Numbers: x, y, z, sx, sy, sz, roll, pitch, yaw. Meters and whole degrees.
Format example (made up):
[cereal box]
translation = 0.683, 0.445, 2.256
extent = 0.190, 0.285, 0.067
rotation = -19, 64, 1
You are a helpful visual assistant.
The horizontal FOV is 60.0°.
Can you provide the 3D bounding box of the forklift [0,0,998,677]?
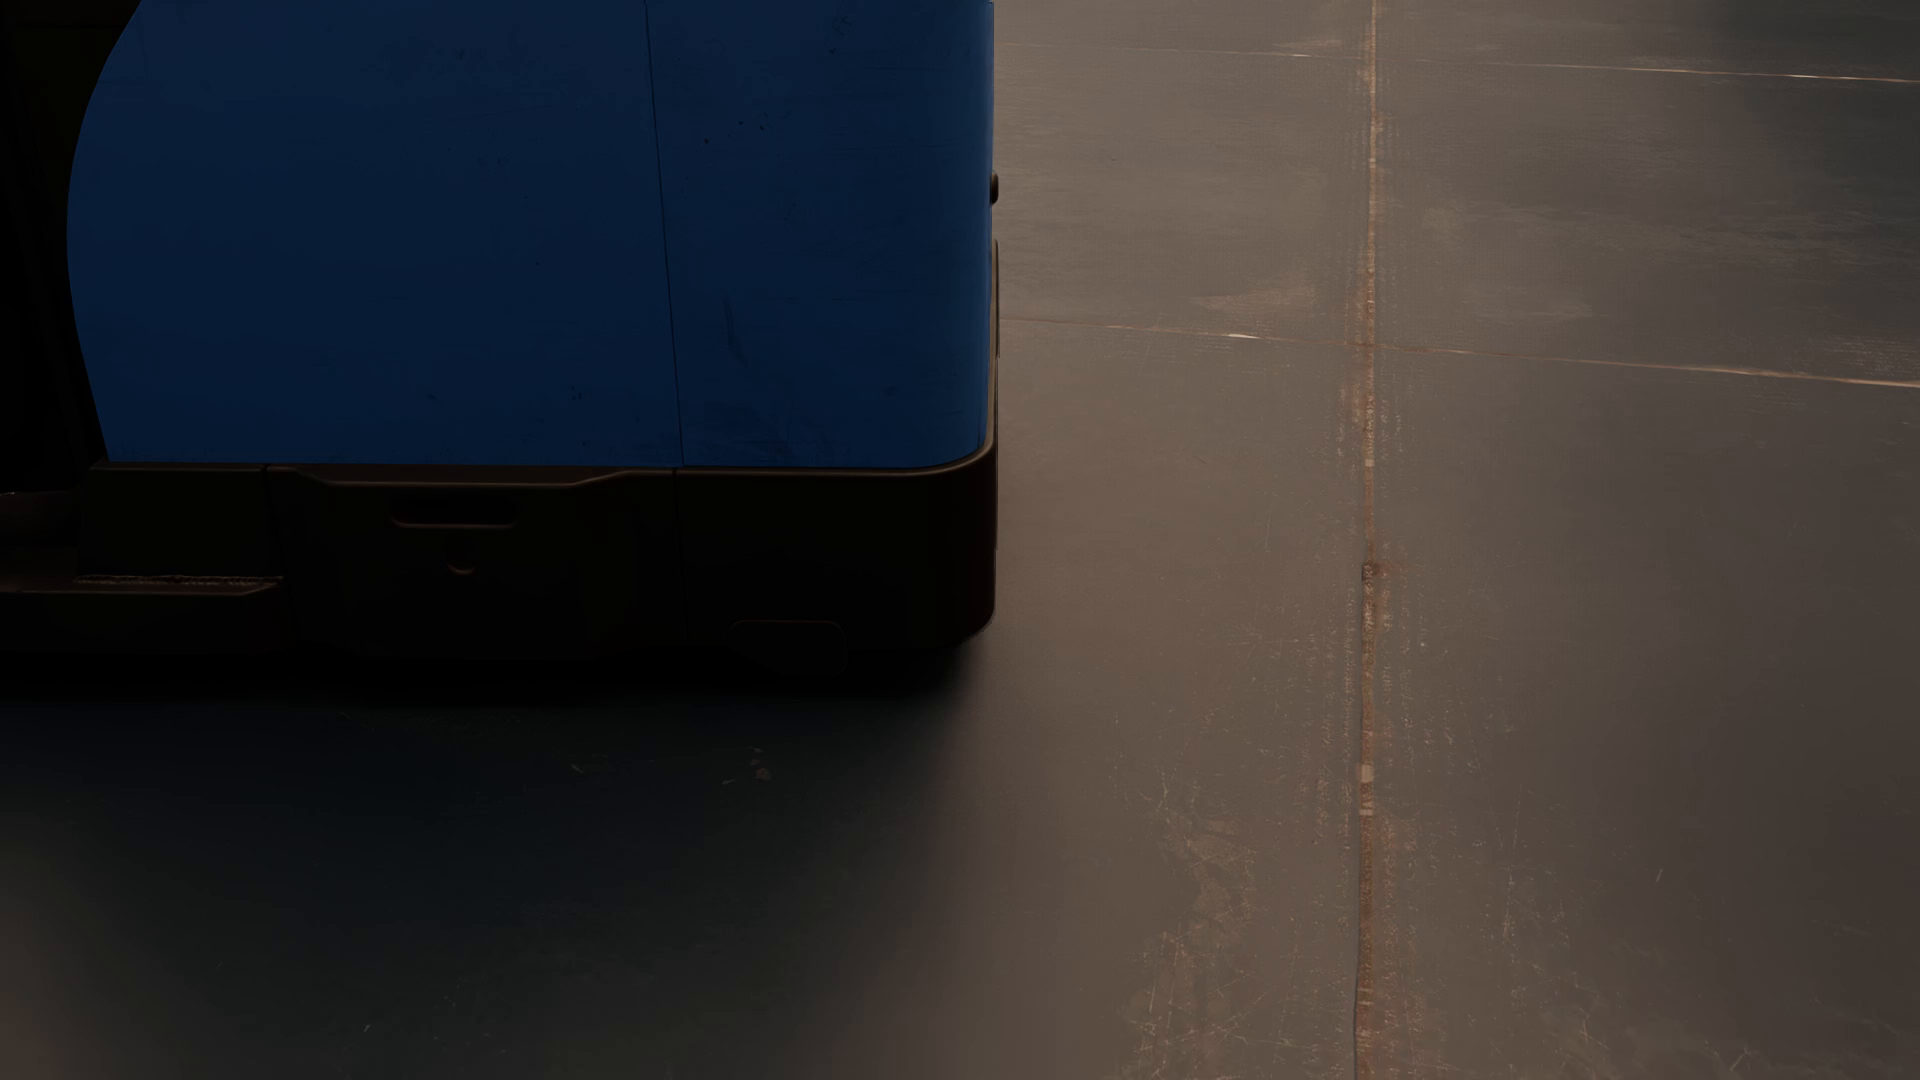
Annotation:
[forklift]
translation = -1.461, -1.359, 1.939
extent = 3.031, 2.935, 1.130
rotation = 1, 27, 1
